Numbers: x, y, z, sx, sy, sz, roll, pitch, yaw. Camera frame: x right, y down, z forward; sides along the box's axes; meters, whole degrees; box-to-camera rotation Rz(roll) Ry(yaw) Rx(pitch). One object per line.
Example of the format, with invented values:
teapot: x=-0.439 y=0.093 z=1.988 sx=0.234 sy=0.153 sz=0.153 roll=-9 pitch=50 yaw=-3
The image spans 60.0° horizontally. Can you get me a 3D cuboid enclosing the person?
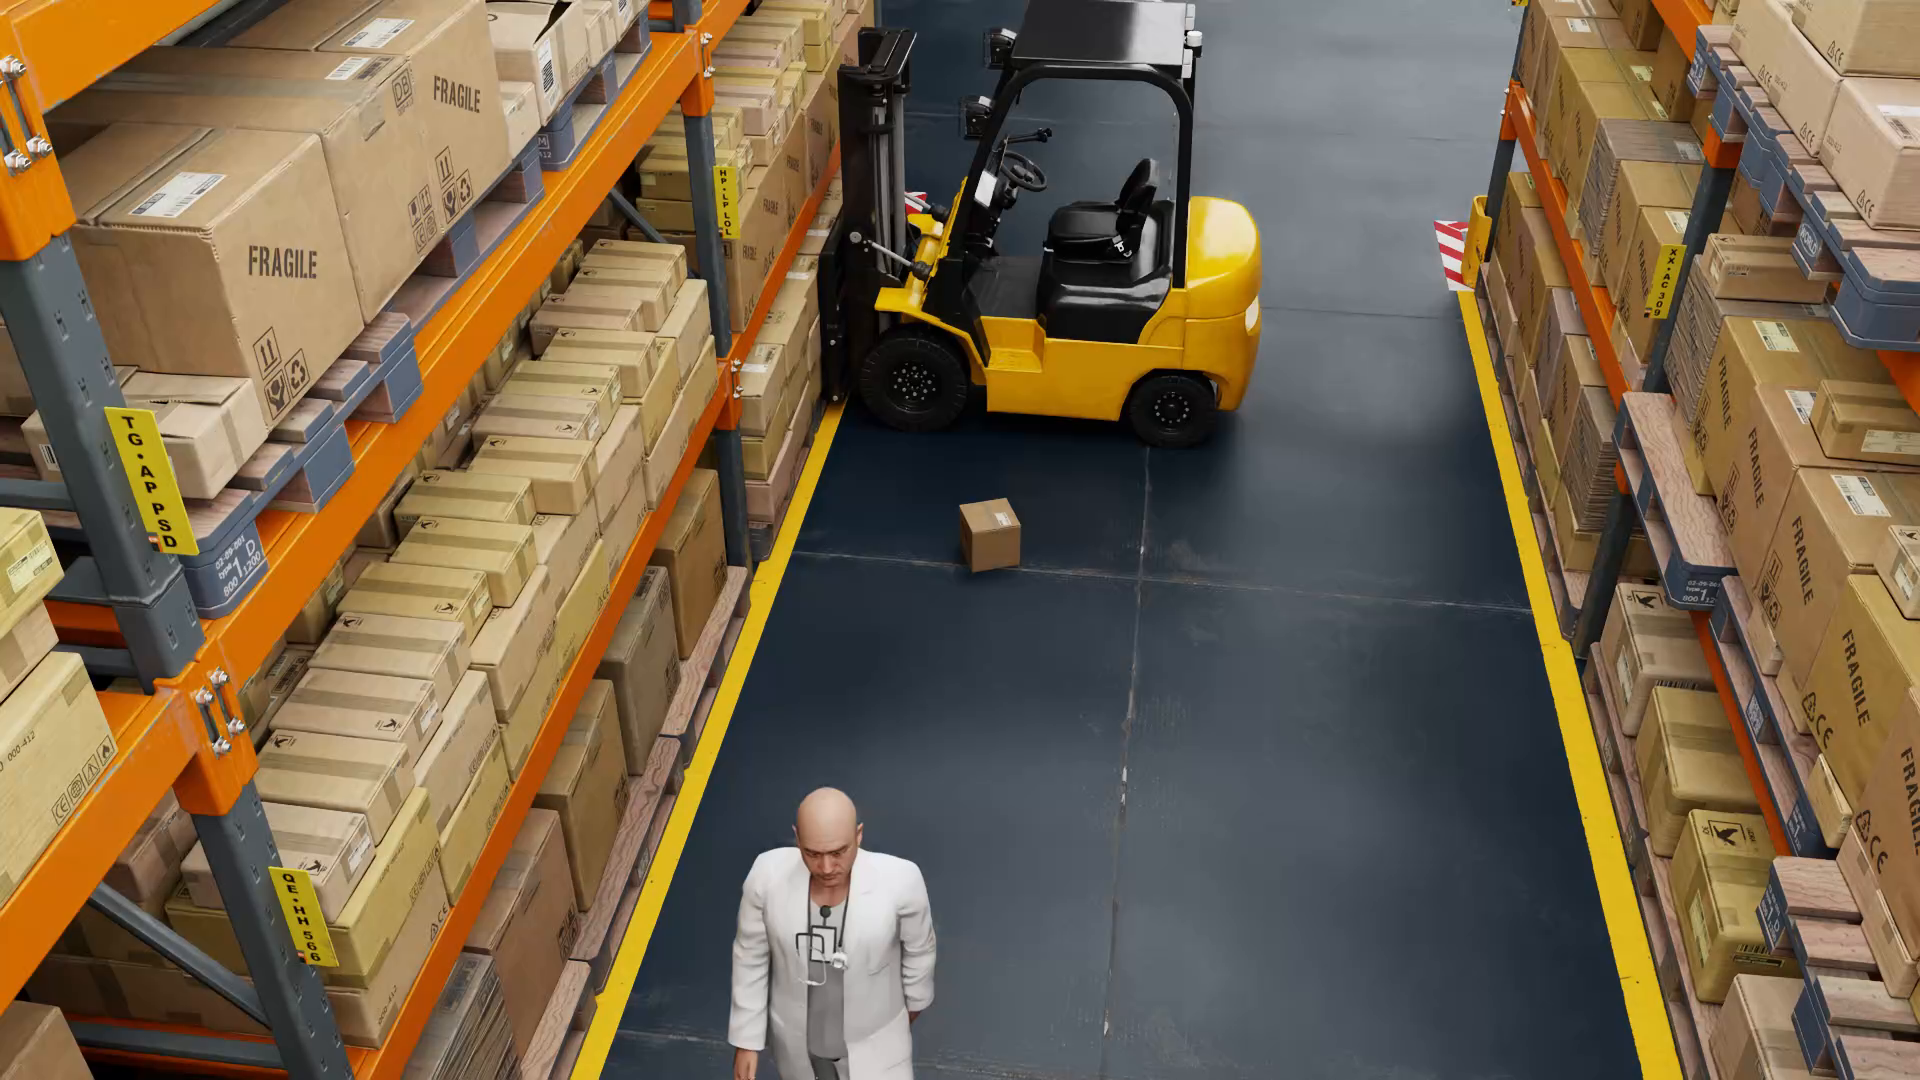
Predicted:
person: x=-0.394 y=1.512 z=4.950 sx=0.580 sy=1.801 sz=0.833 roll=6 pitch=36 yaw=8
